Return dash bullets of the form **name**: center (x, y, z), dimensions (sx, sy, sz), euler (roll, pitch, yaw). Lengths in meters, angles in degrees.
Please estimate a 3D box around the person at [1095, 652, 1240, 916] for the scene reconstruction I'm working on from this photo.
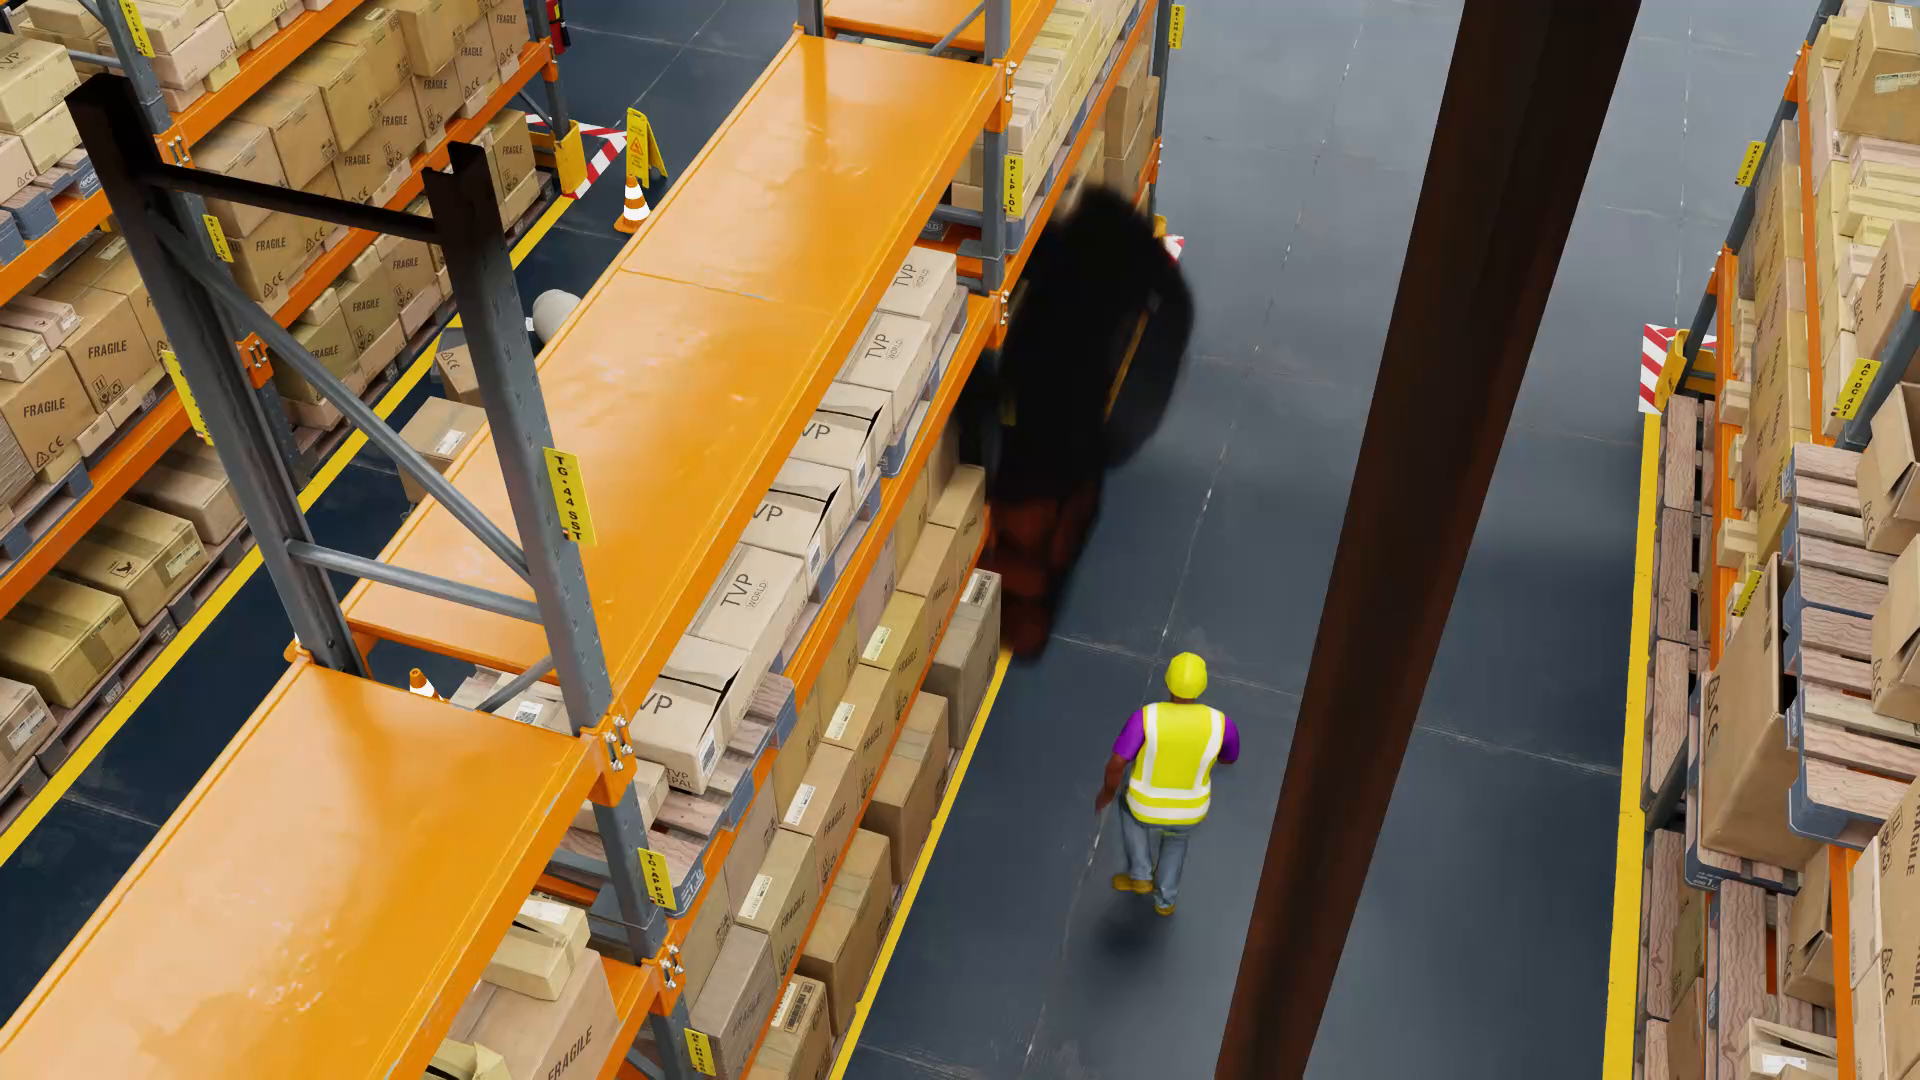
- **person**: center (1.066, 1.252, 8.624), dimensions (0.722, 1.518, 0.828), euler (3, 46, 3)

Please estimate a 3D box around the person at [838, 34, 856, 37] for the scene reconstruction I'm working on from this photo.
- **person**: center (-1.219, -5.439, 15.298), dimensions (0.595, 1.651, 0.484), euler (8, 46, 8)
